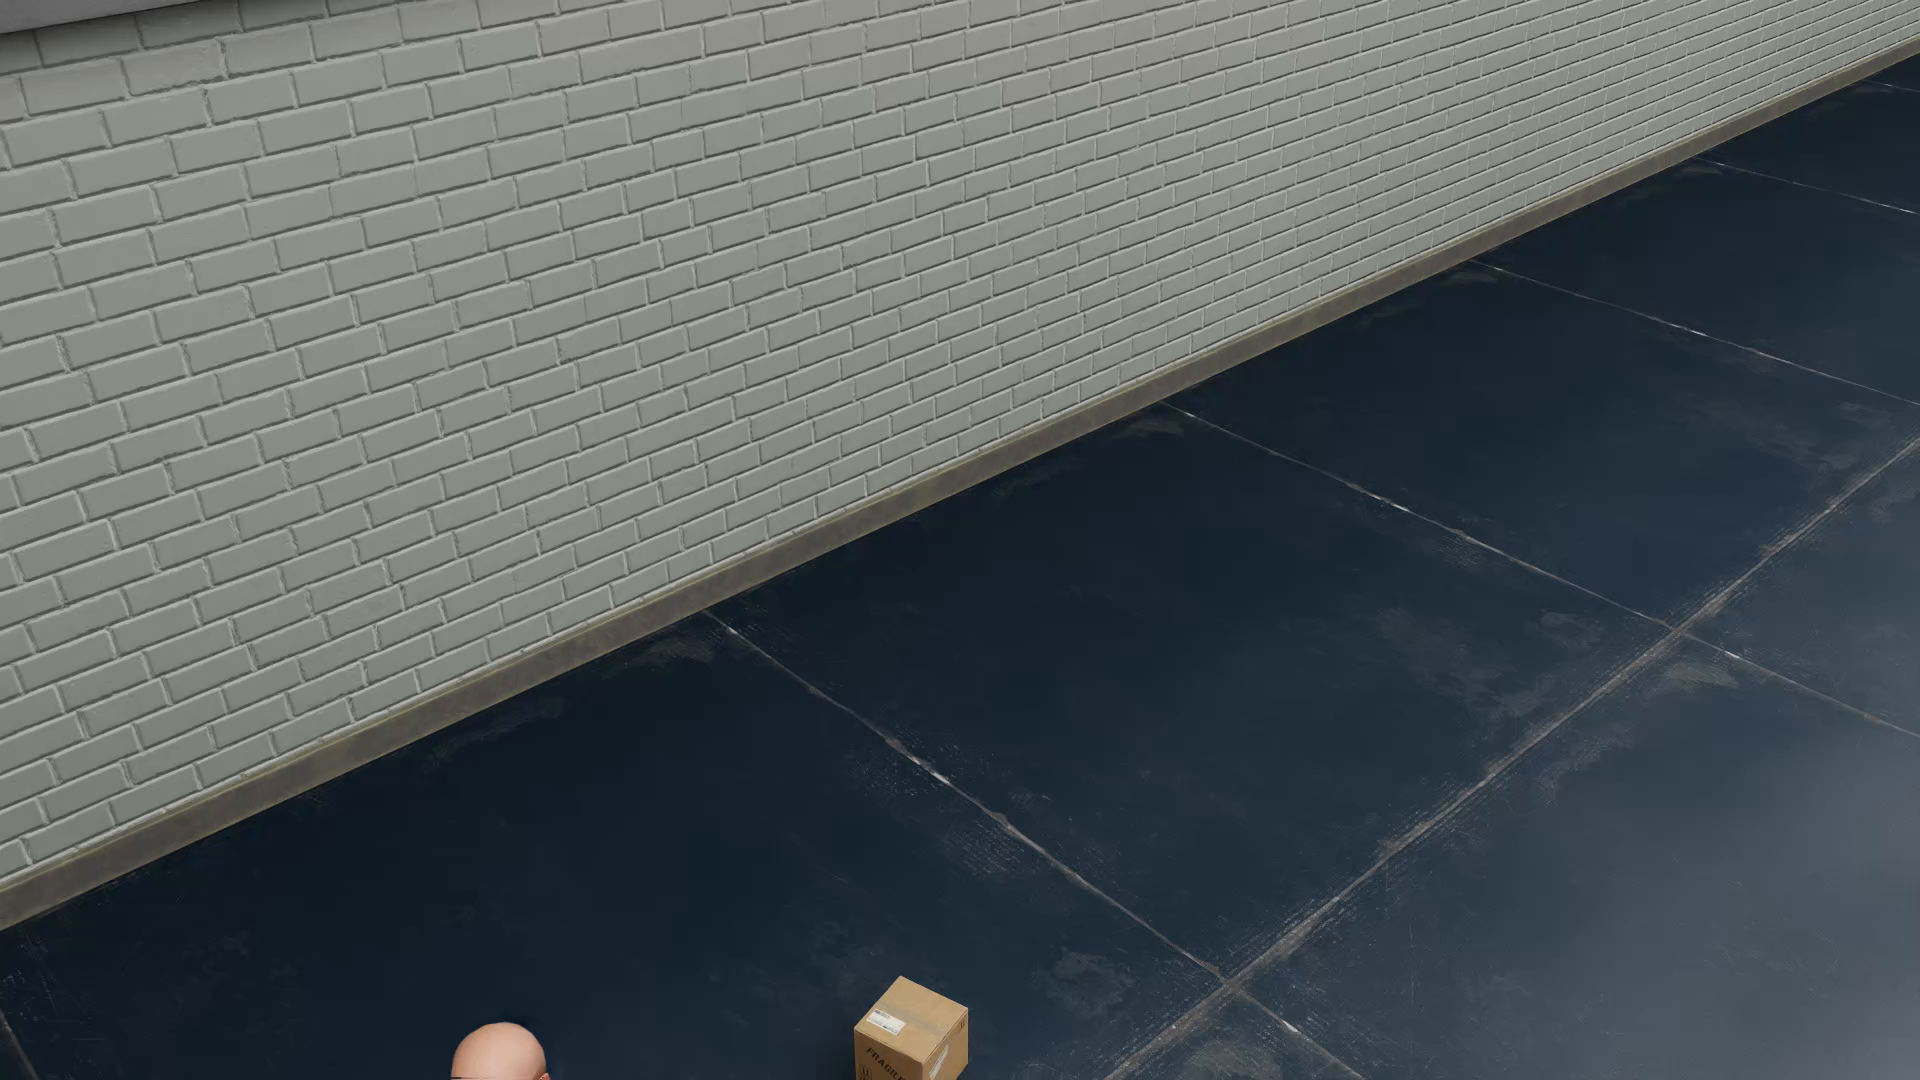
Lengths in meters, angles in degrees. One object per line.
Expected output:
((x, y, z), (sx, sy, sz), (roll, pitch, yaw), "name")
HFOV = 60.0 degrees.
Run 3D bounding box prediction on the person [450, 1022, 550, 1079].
((-0.861, 1.679, 3.439), (0.564, 1.670, 1.073), (6, 32, 10), "person")
